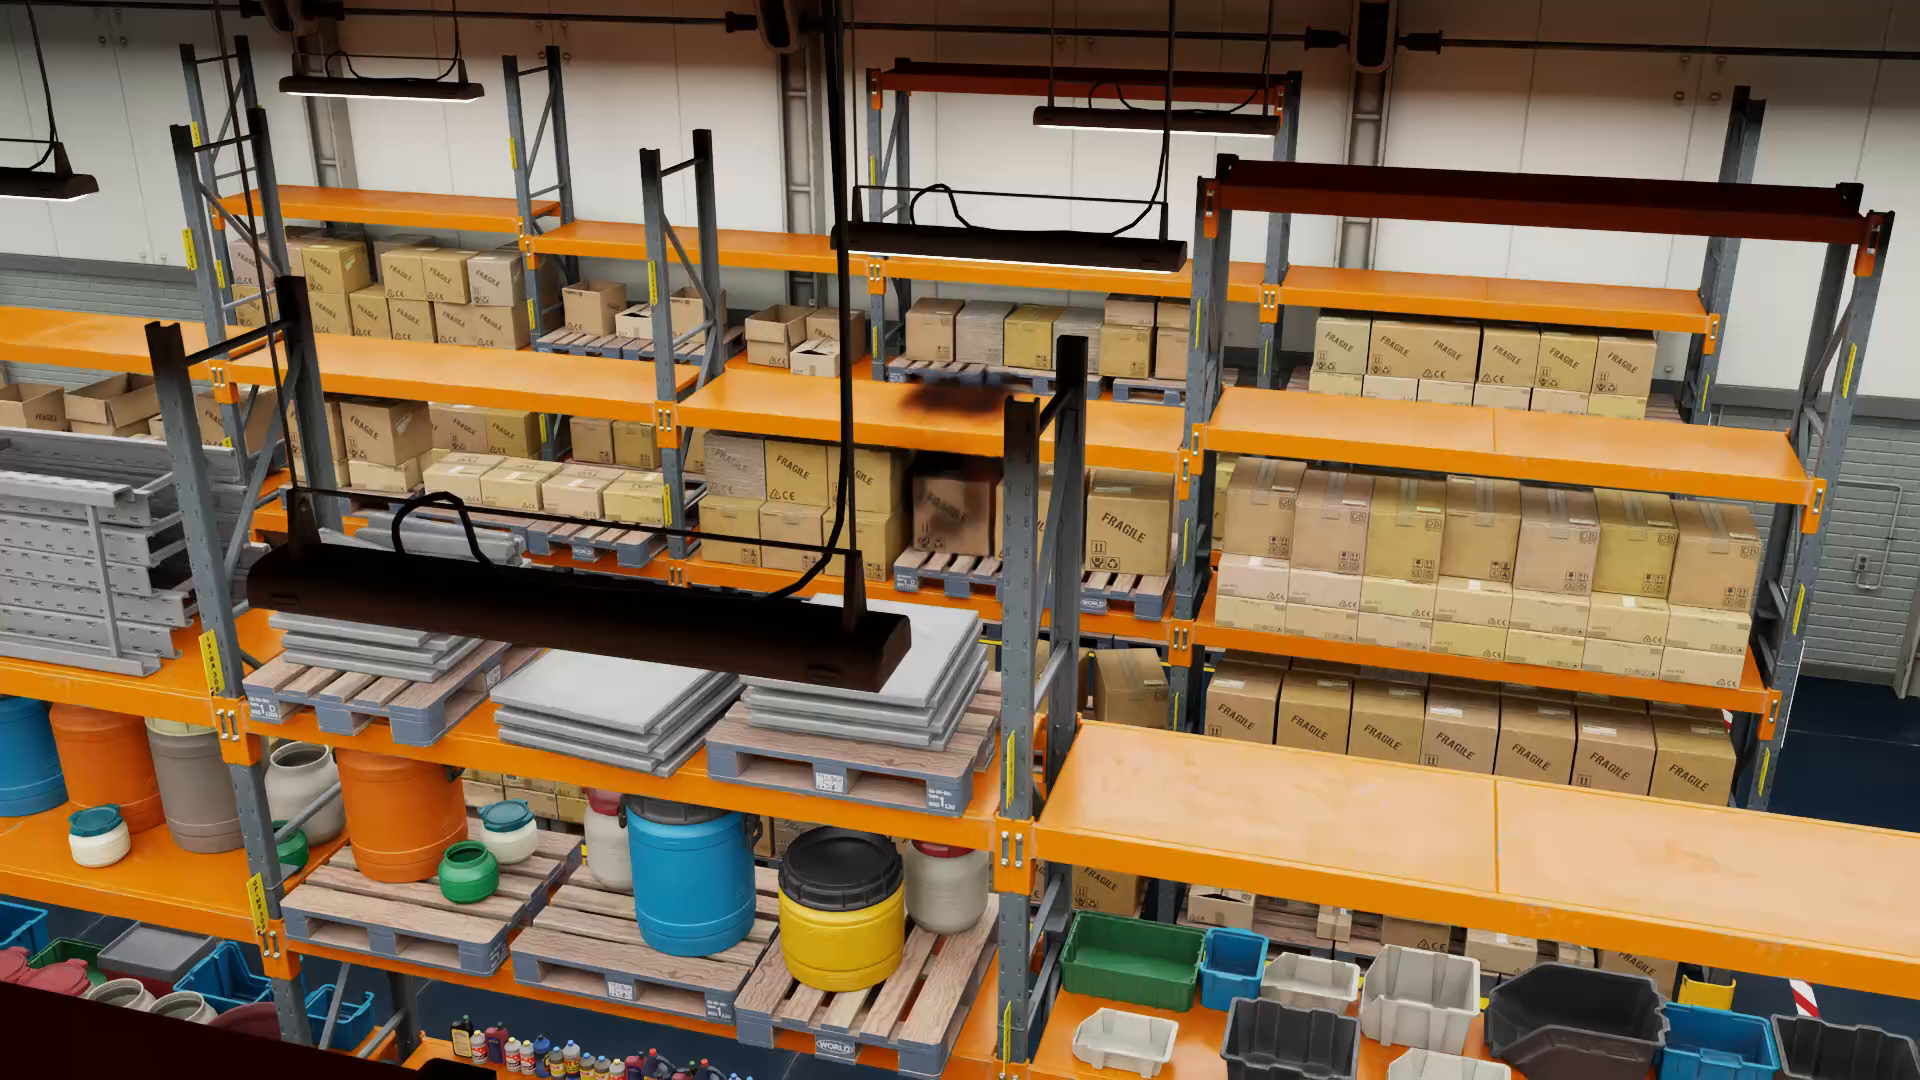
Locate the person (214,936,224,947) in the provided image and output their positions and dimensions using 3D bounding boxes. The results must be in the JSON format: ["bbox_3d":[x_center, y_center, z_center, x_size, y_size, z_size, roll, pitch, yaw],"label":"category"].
[{"bbox_3d":[-5.865,2.440,12.590,0.667,1.794,0.366,3,23,8],"label":"person"}]
